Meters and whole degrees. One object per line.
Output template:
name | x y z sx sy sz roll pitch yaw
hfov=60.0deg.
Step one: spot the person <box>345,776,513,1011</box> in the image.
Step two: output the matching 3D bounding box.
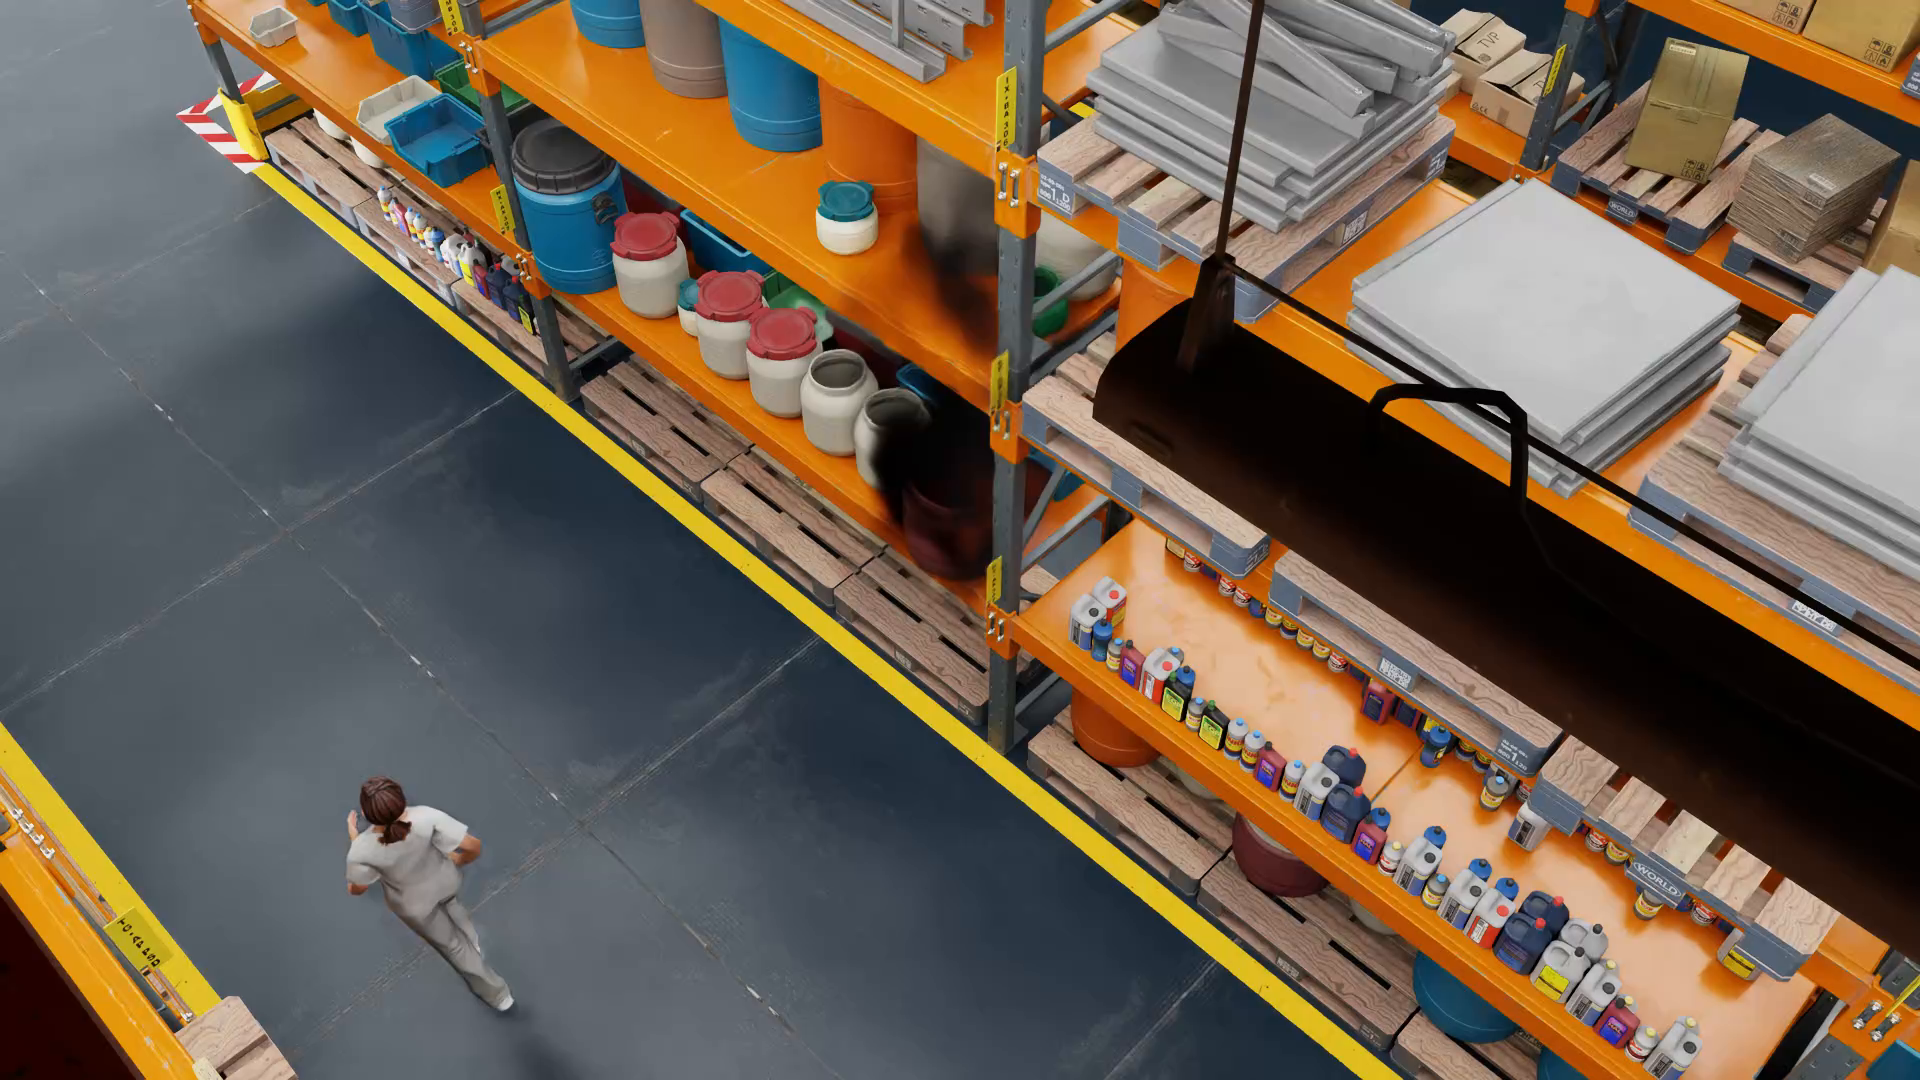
person | -2.444 1.625 7.604 0.714 1.775 0.536 36 59 26
